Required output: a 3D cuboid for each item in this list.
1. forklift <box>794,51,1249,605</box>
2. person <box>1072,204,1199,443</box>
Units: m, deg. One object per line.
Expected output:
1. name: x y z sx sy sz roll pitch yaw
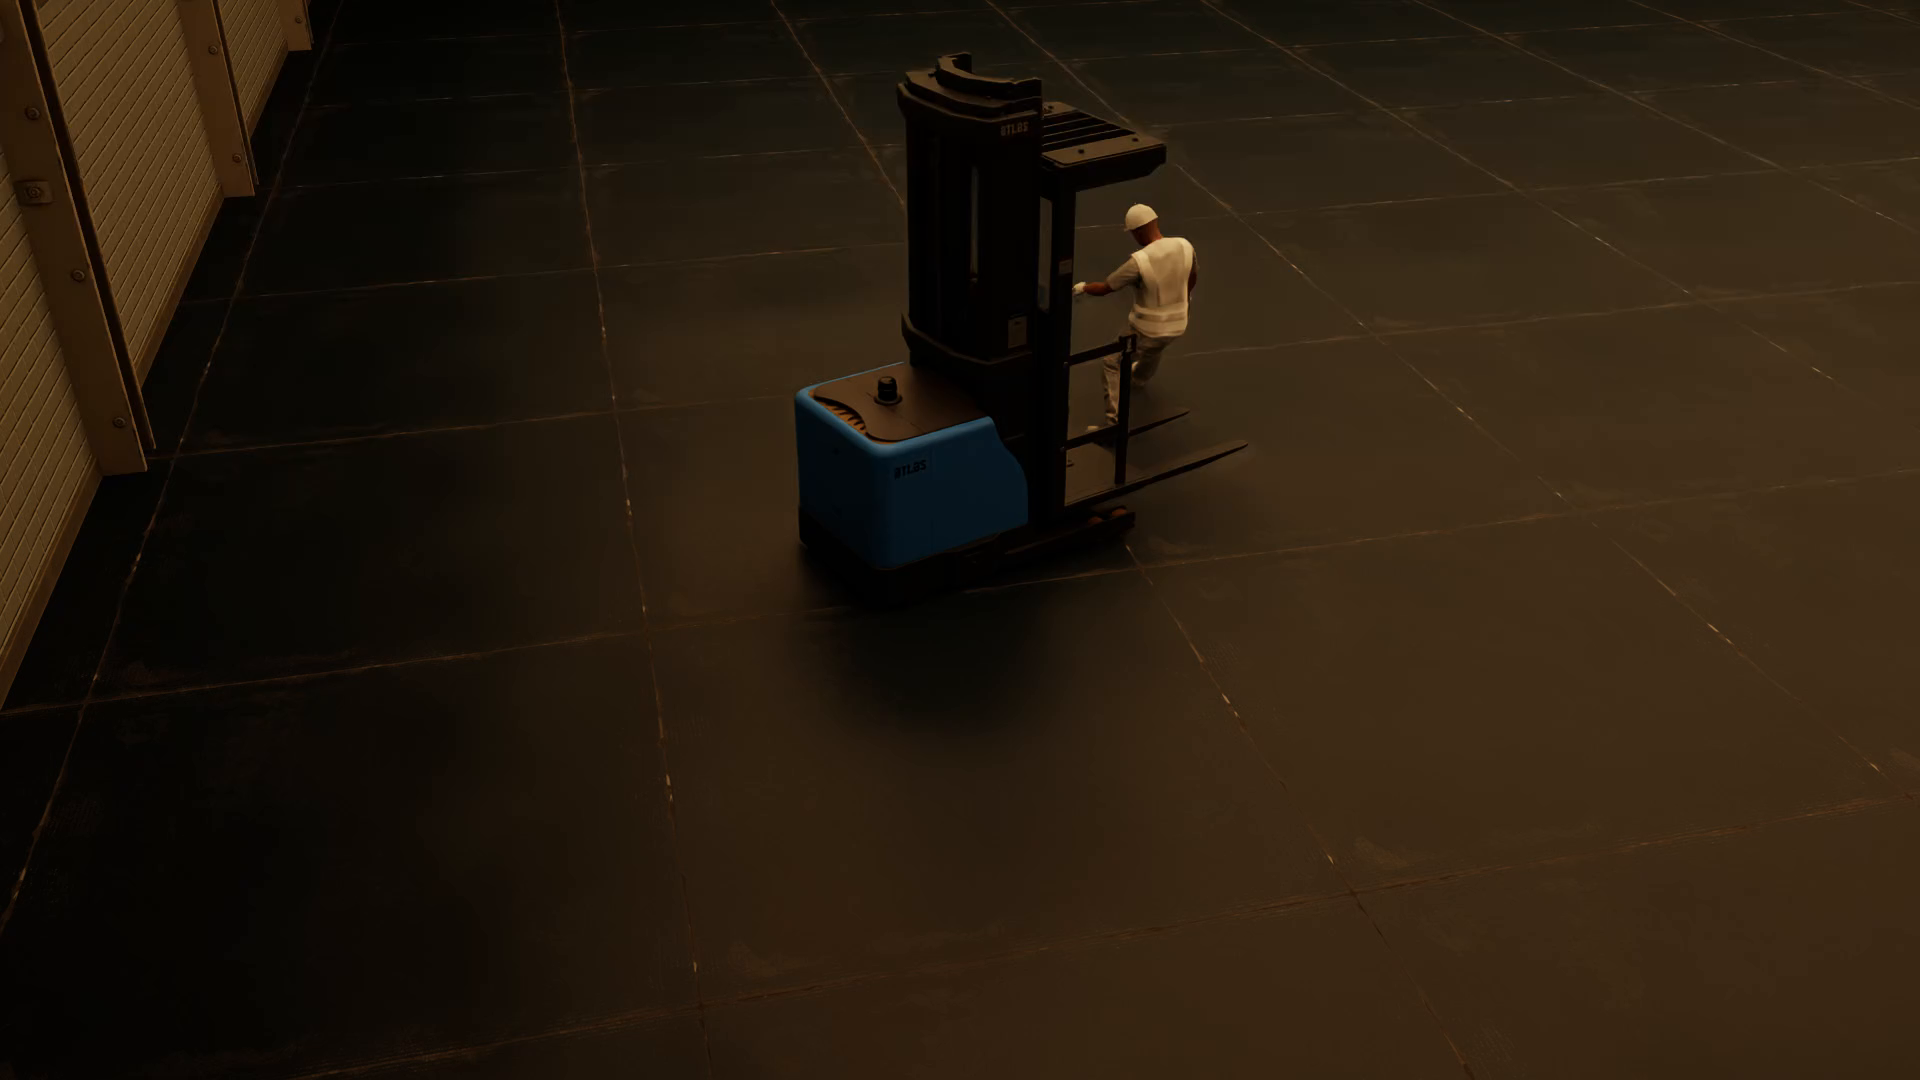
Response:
1. forklift: 0.504 -1.446 10.072 3.031 2.935 1.130 -19 35 -29
2. person: 1.201 -1.652 11.803 0.990 1.581 1.007 -16 34 -25
